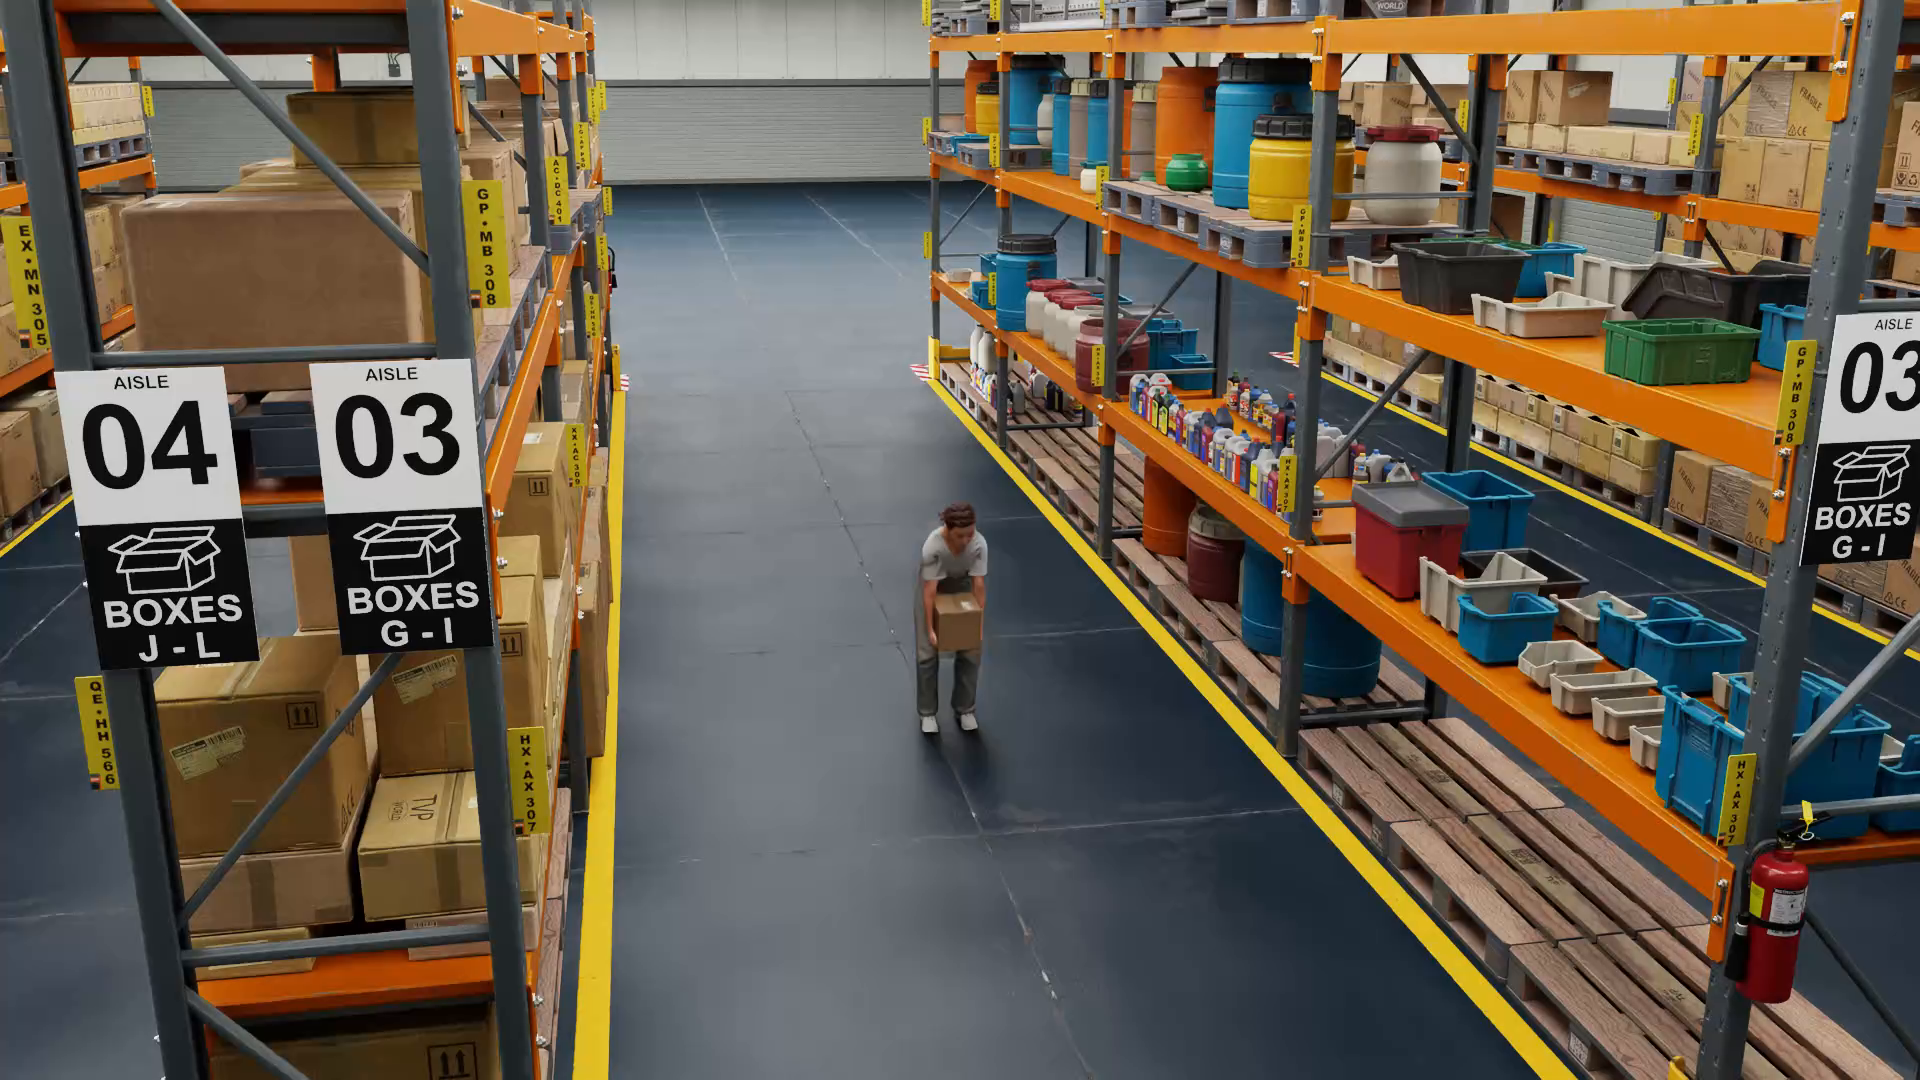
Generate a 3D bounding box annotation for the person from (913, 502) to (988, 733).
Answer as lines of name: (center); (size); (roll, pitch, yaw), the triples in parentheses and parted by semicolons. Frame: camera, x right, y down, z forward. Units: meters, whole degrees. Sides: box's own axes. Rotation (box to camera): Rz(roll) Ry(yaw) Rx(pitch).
person: (-0.047, 0.451, 9.831); (0.404, 1.500, 0.672); (-3, 17, -11)
